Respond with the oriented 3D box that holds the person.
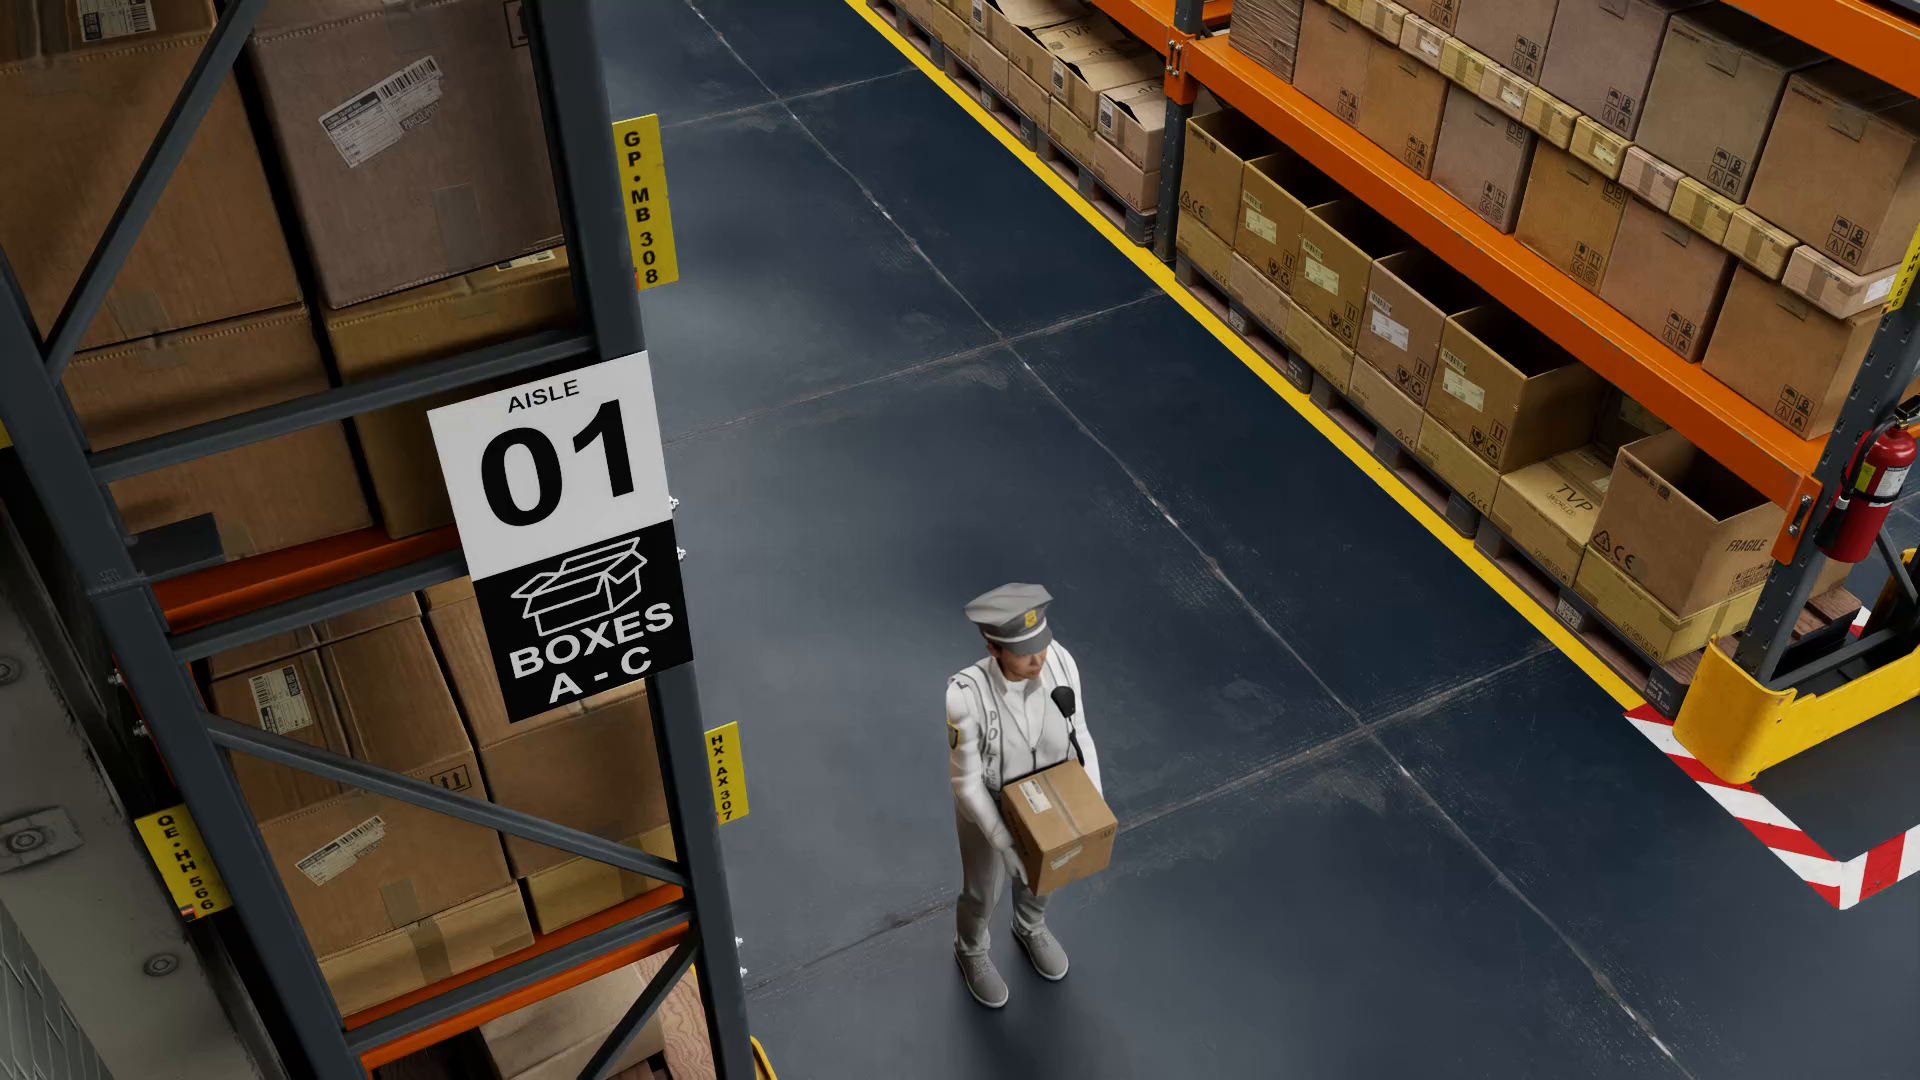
[{"bbox_3d":[0.171,0.479,4.945,0.372,0.819,0.362,-19,45,-20],"label":"person"}]
